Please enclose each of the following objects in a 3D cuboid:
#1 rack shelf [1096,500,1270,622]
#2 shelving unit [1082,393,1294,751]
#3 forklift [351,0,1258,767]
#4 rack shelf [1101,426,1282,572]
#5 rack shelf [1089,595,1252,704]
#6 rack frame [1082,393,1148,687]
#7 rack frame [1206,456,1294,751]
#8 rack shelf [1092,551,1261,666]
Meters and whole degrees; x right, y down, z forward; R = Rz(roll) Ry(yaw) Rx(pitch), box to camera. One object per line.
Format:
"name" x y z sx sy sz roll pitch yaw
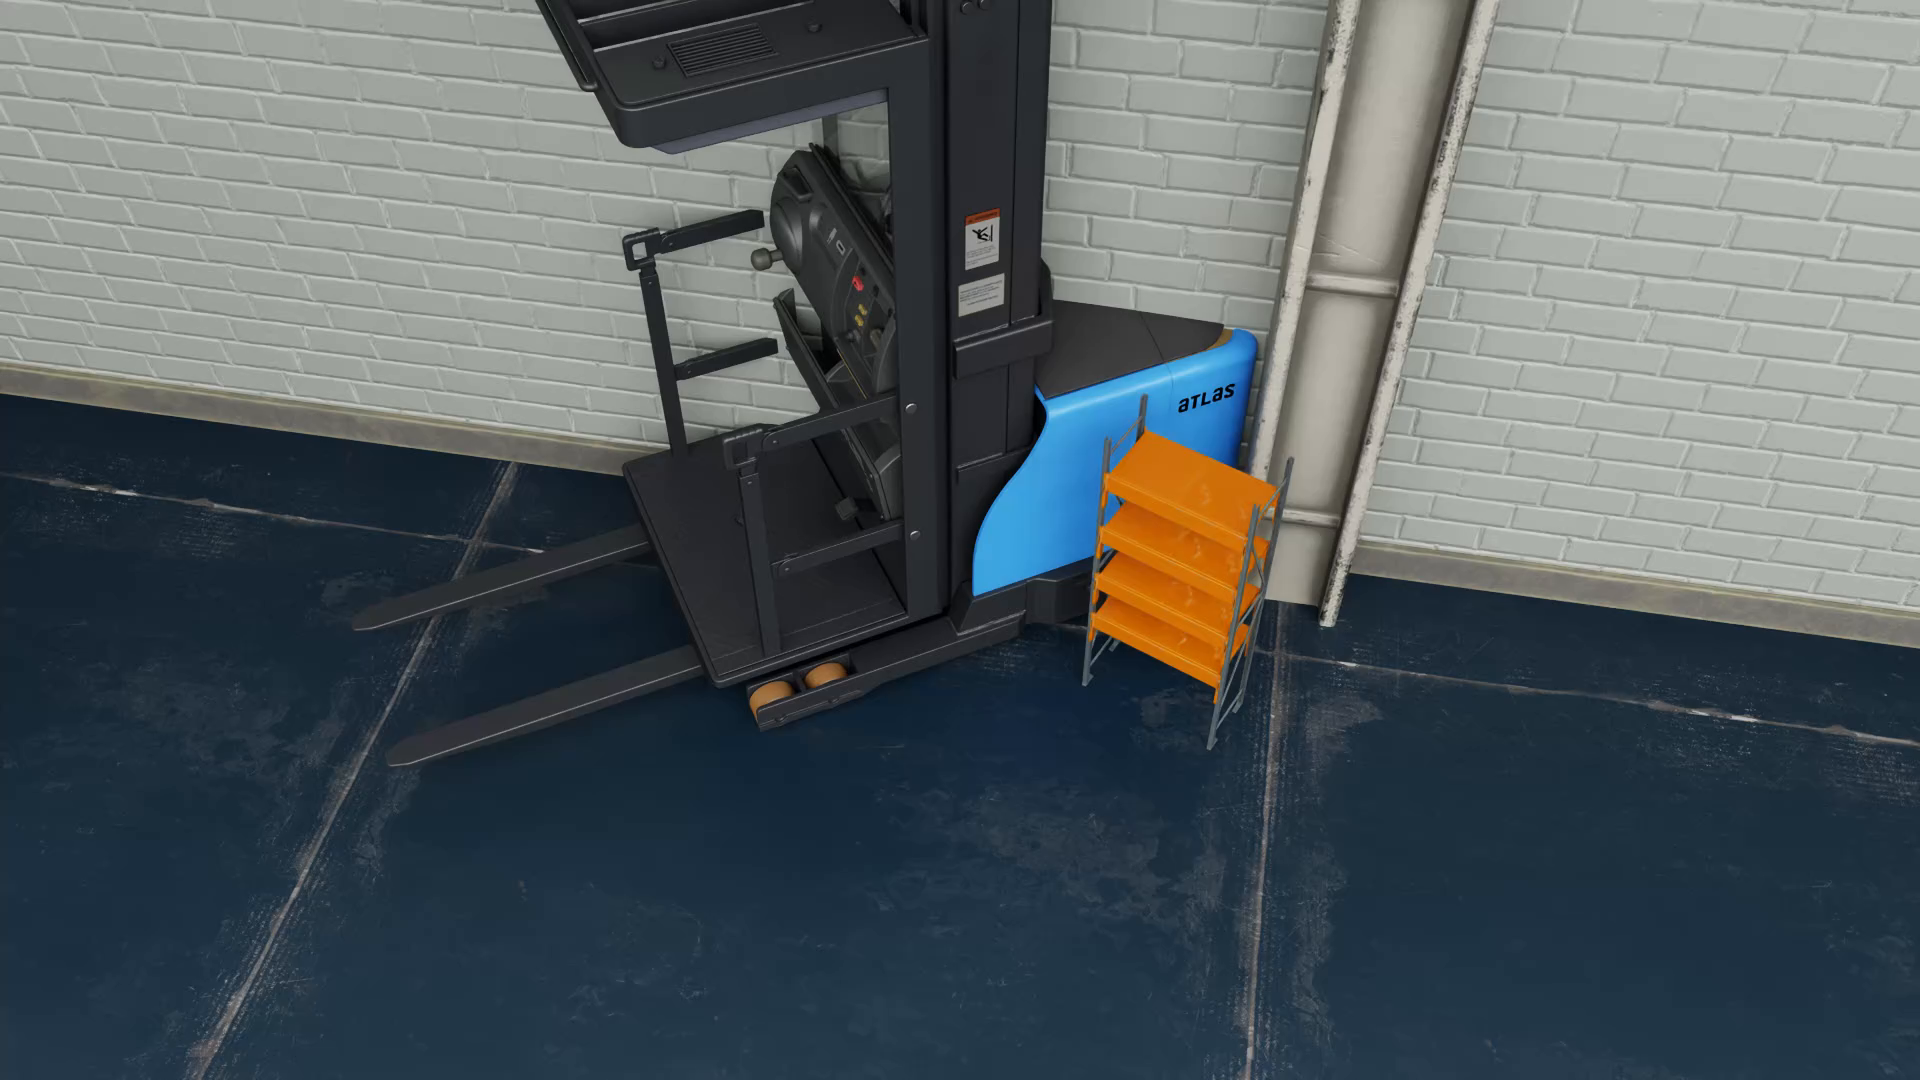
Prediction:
"rack shelf" 0.701 0.028 5.208 0.480 0.148 0.258 26 53 22
"shelving unit" 0.701 0.133 5.324 0.503 1.200 0.258 26 53 22
"forklift" -0.574 -0.791 4.990 3.031 2.935 1.130 -18 51 -16
"rack shelf" 0.701 -0.130 5.032 0.480 0.148 0.258 26 53 22
"rack shelf" 0.701 0.310 5.522 0.480 0.148 0.258 26 53 22
"rack frame" 0.498 0.033 5.414 0.015 1.200 0.240 26 53 22
"rack frame" 0.905 0.233 5.234 0.015 1.200 0.240 26 53 22
"rack shelf" 0.701 0.178 5.374 0.480 0.148 0.258 26 53 22
